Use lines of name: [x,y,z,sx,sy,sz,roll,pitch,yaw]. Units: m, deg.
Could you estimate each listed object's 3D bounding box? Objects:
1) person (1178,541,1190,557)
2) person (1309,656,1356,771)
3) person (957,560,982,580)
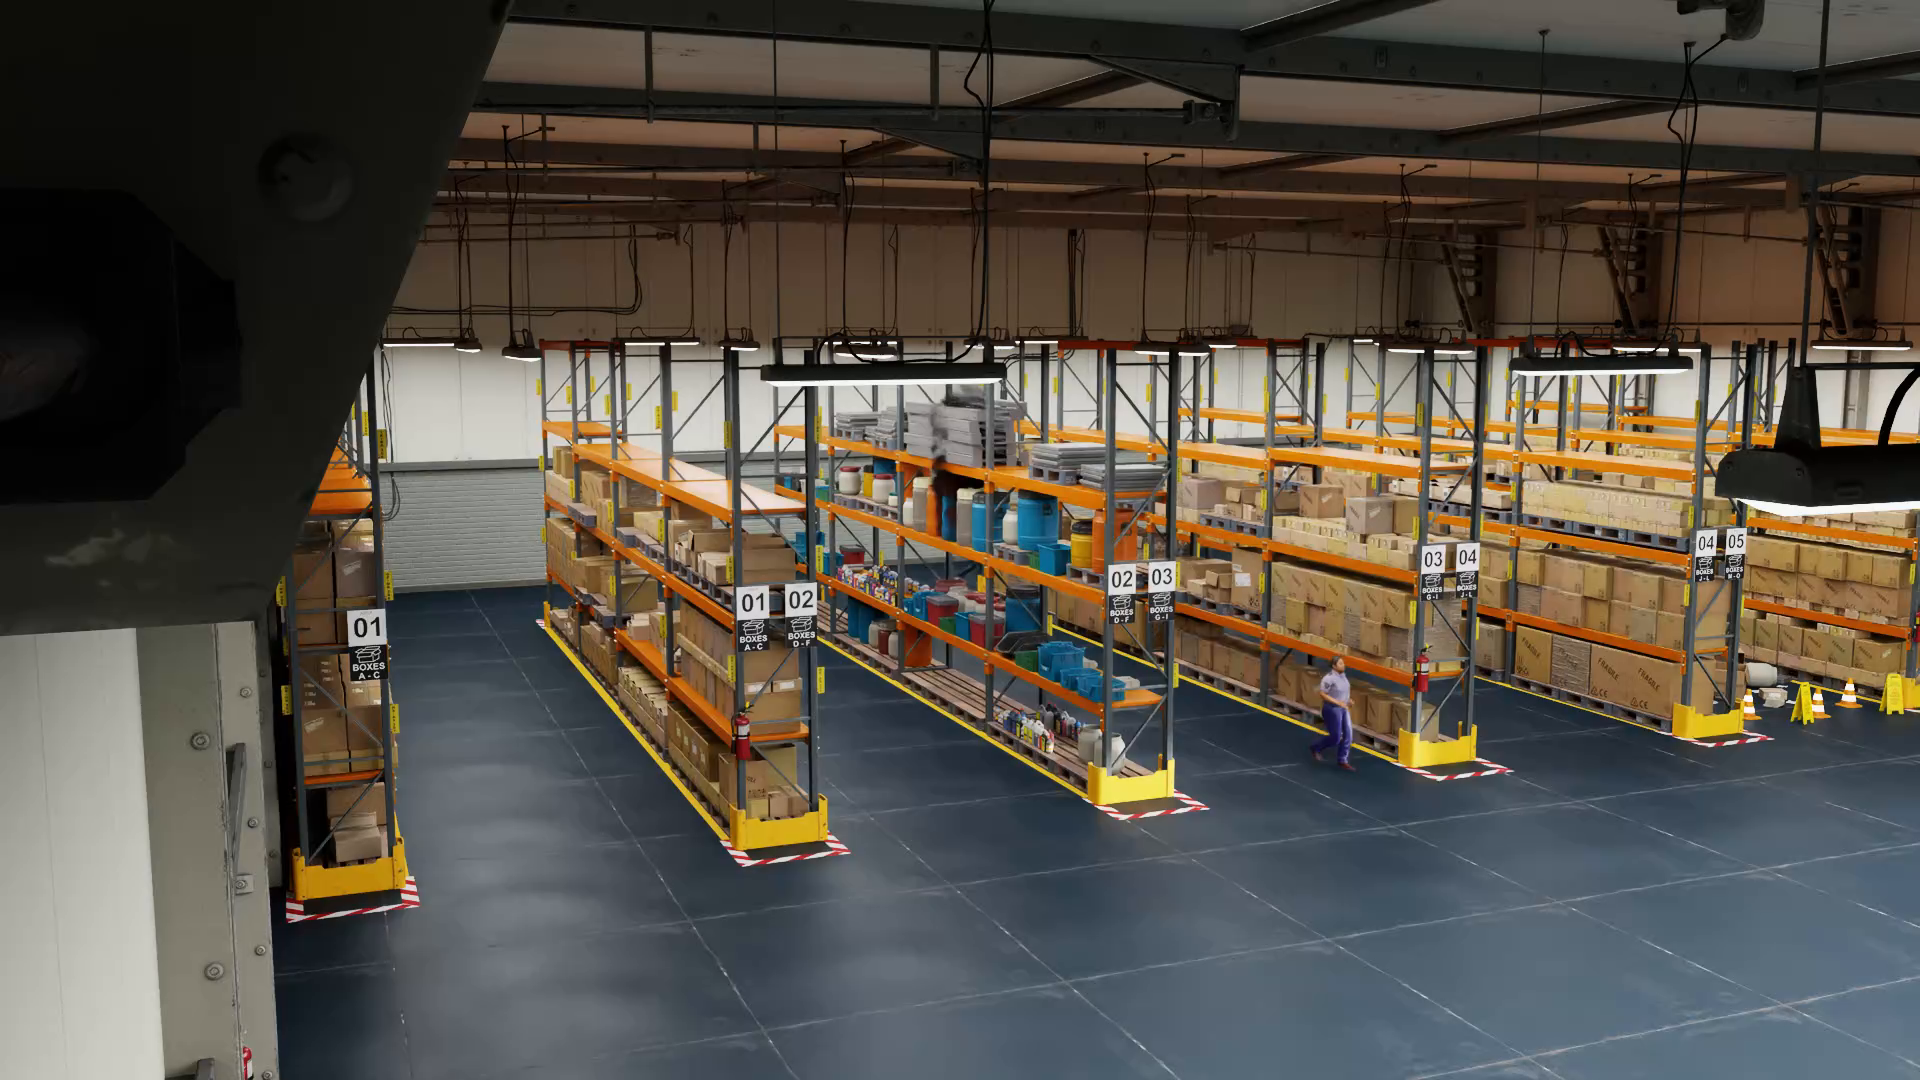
person: [5.739,0.054,41.824,0.509,1.719,0.713,4,9,30]
person: [5.349,2.461,23.763,0.691,1.602,0.634,7,10,44]
person: [0.326,0.360,40.024,0.822,1.591,0.562,-1,8,-9]
